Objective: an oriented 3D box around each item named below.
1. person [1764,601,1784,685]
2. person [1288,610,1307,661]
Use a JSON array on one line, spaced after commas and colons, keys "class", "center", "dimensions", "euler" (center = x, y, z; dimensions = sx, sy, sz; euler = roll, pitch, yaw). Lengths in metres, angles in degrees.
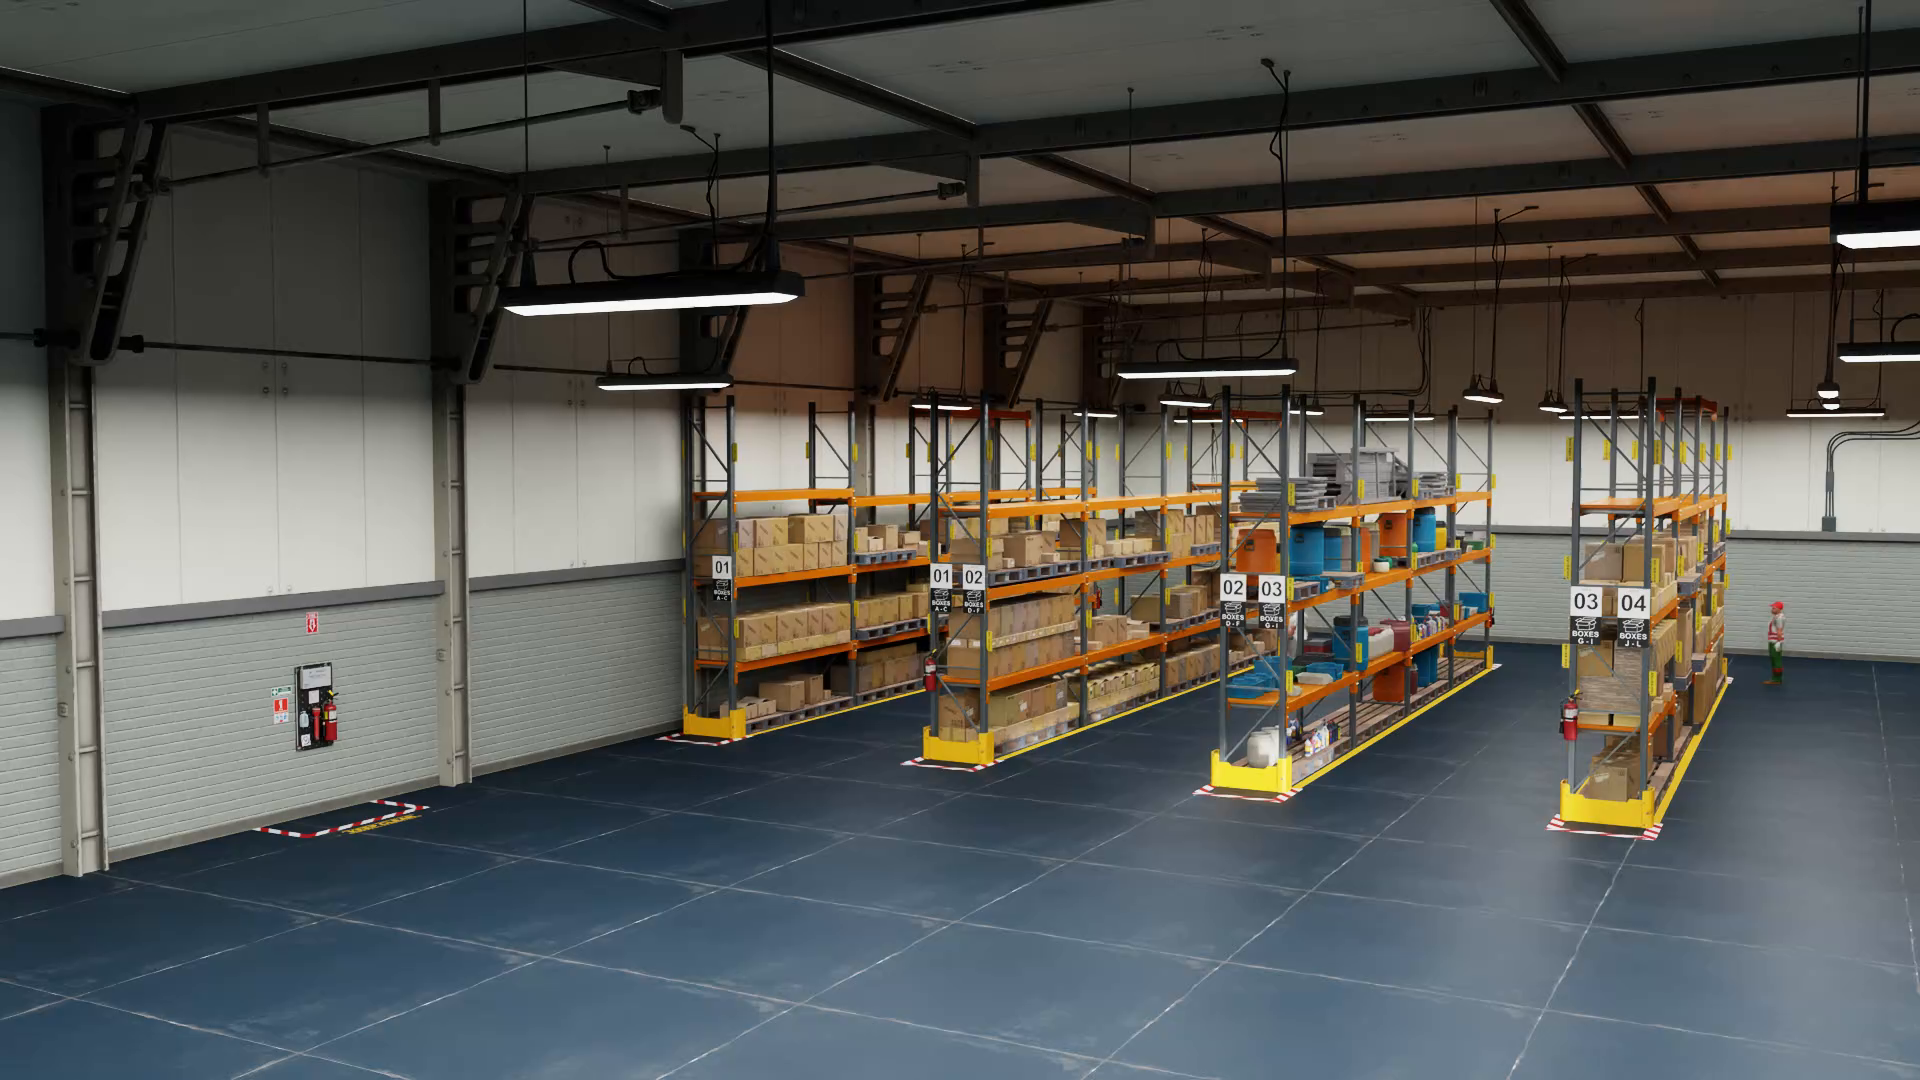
[{"class": "person", "center": [17.571, 2.218, 35.851], "dimensions": [0.381, 1.800, 0.627], "euler": [2, 4, 34]}, {"class": "person", "center": [7.395, 2.199, 36.527], "dimensions": [0.429, 1.759, 0.549], "euler": [3, 4, 43]}]
